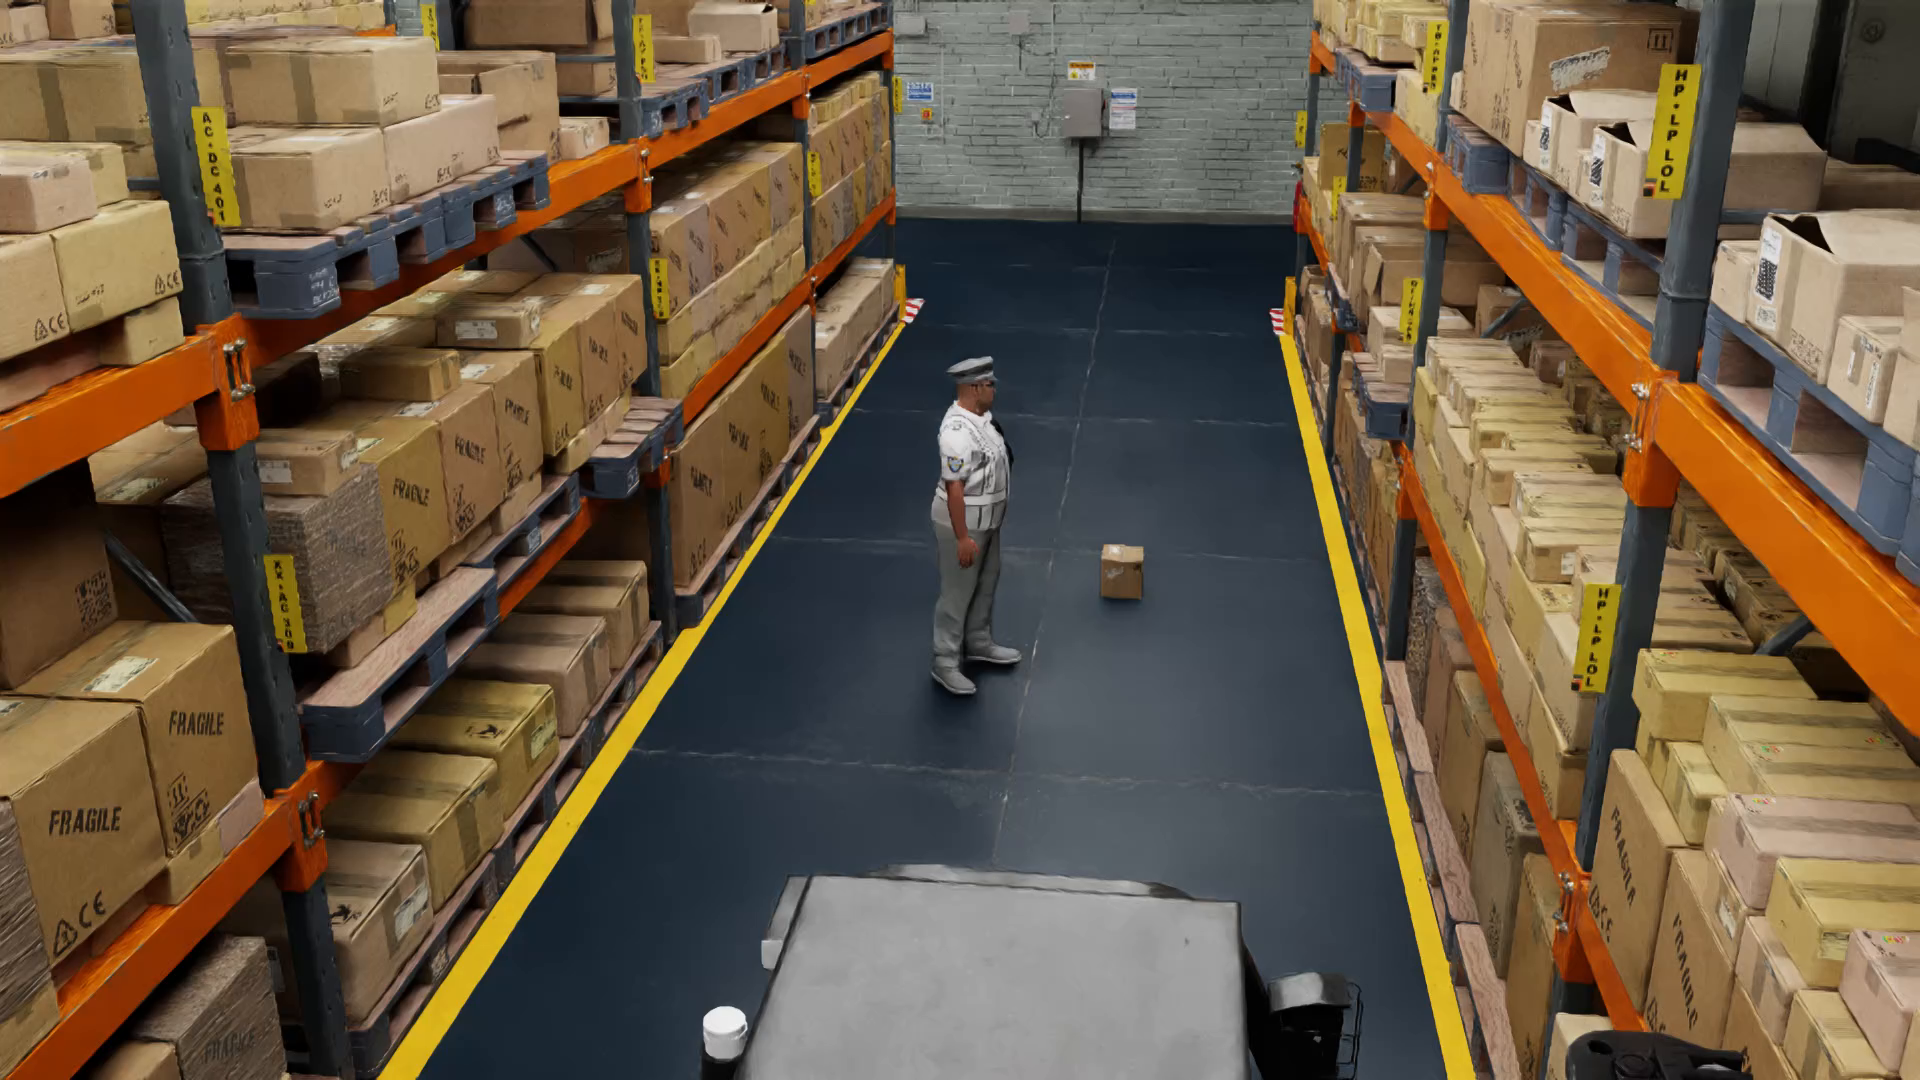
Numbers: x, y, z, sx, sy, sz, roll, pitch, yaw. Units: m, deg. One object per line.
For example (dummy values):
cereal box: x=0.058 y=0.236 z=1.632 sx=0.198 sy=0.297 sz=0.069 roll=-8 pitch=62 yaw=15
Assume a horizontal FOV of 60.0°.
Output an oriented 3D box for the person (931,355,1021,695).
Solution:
person: x=0.076 y=-0.102 z=8.763 sx=0.440 sy=1.764 sz=0.612 roll=6 pitch=22 yaw=16
